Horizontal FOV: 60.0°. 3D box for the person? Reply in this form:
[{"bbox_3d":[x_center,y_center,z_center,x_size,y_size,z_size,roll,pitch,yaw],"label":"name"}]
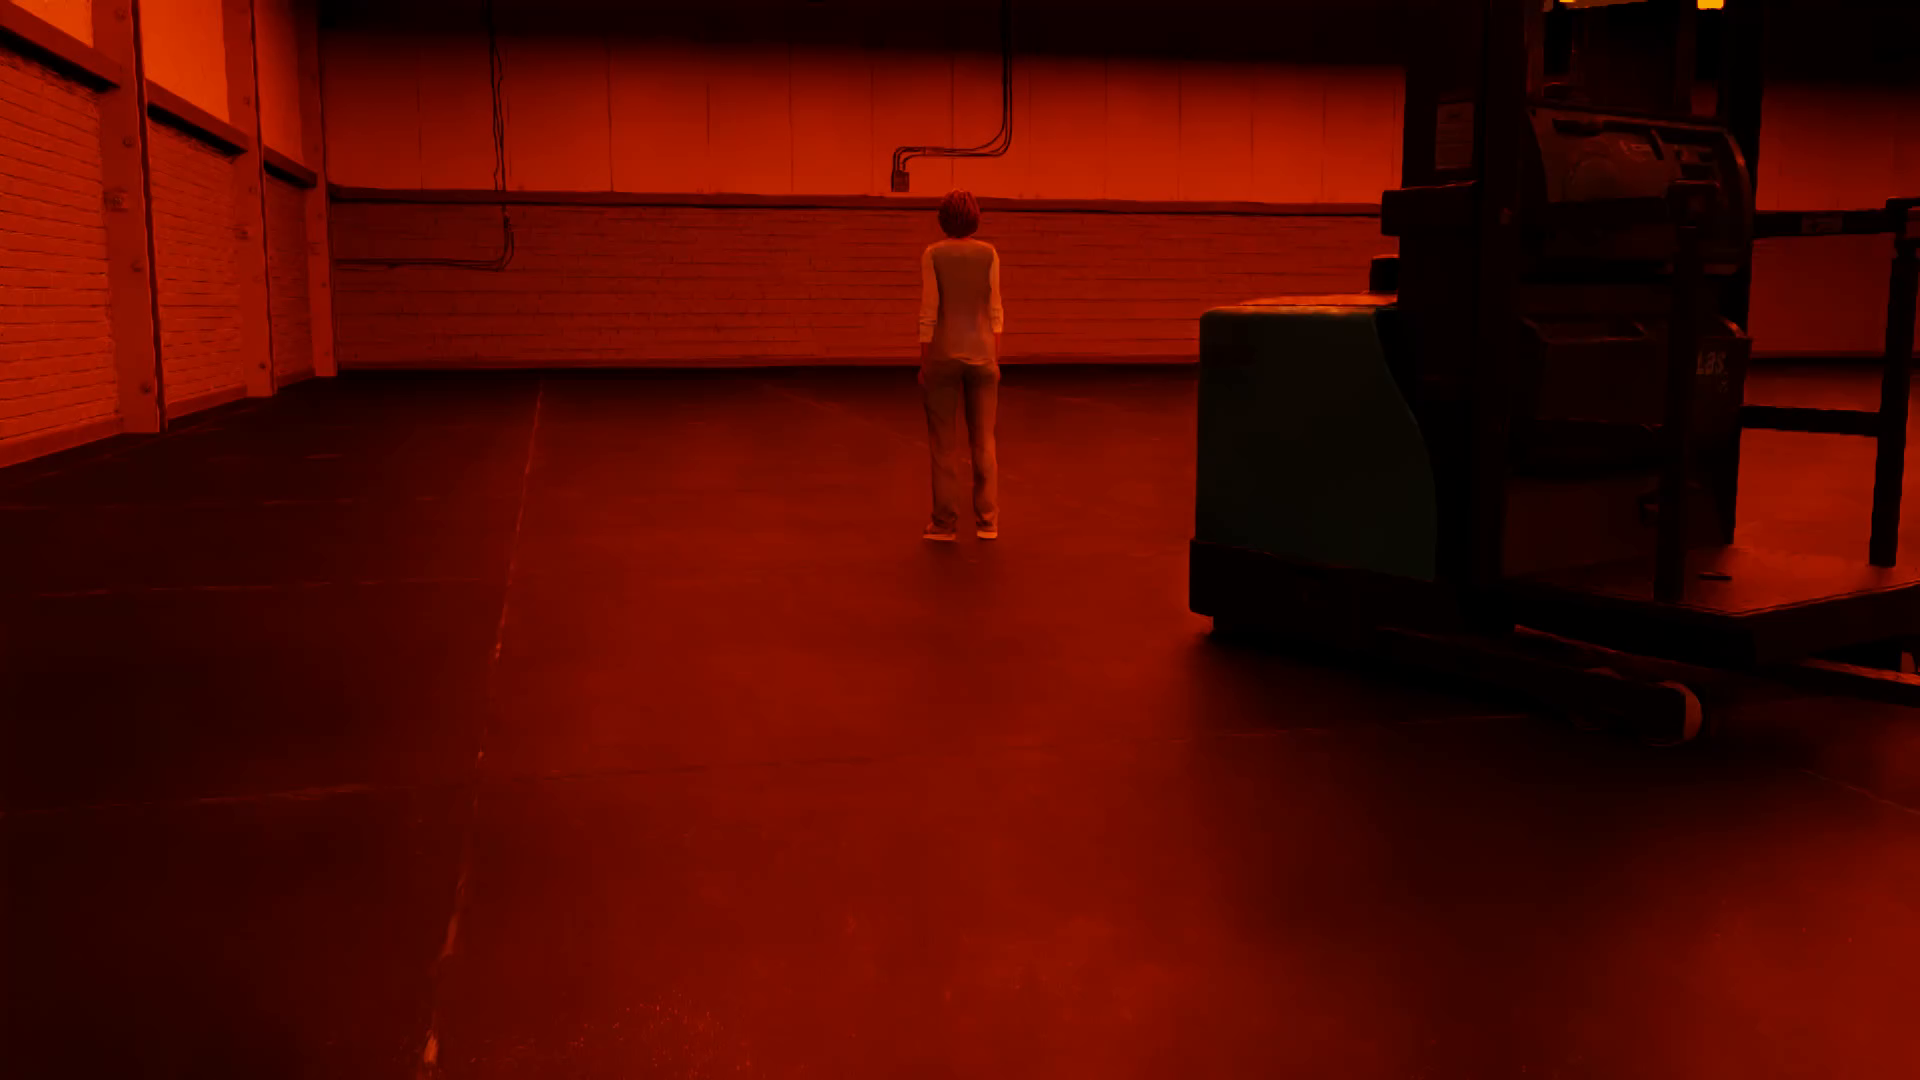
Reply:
[{"bbox_3d":[-0.002,-0.793,7.605,0.405,1.604,0.310,-2,8,-13],"label":"person"}]

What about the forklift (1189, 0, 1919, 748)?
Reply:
[{"bbox_3d":[1.995,-1.017,4.400,1.130,2.935,3.031,-5,10,-33],"label":"forklift"}]
